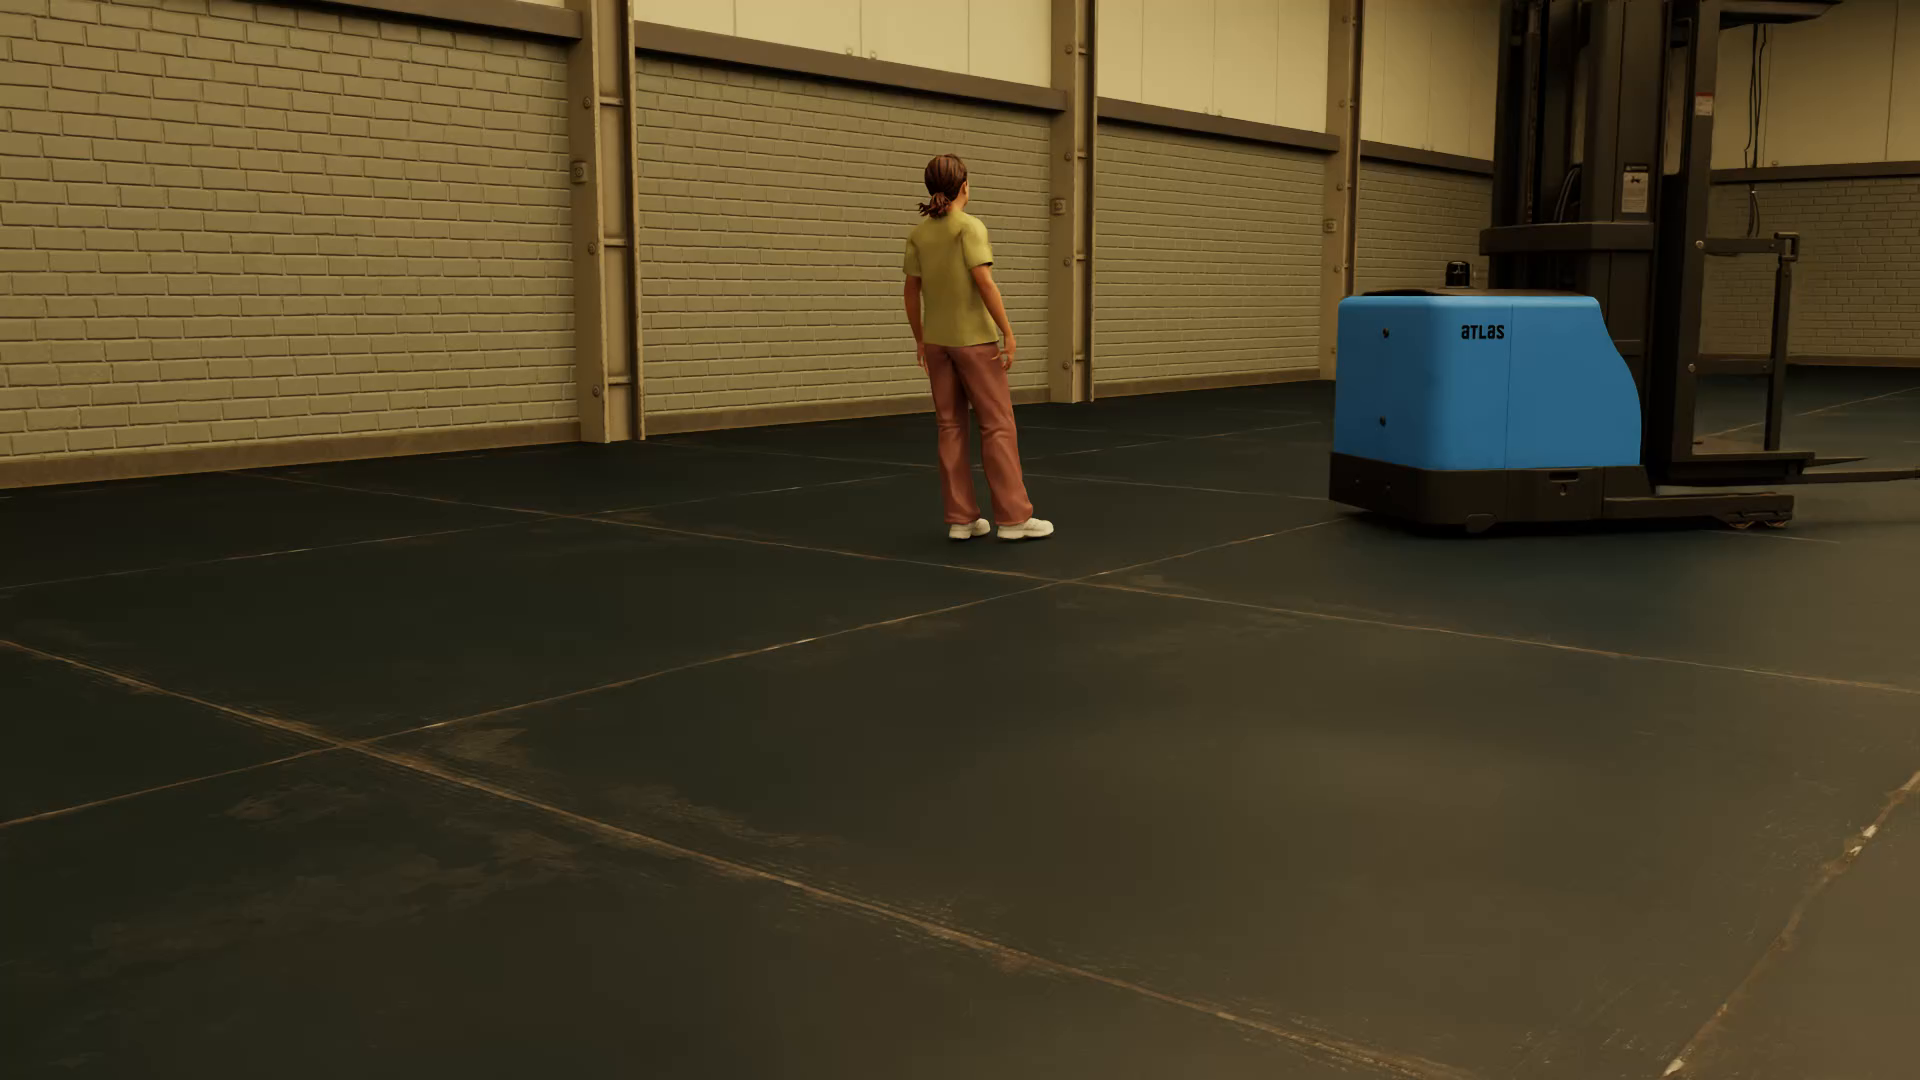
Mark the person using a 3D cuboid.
[{"bbox_3d":[0.063,-0.837,7.344,0.555,1.659,0.523,7,11,38],"label":"person"}]

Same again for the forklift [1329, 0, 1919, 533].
[{"bbox_3d":[3.413,-1.571,8.016,3.031,2.935,1.130,-2,9,-14],"label":"forklift"}]
